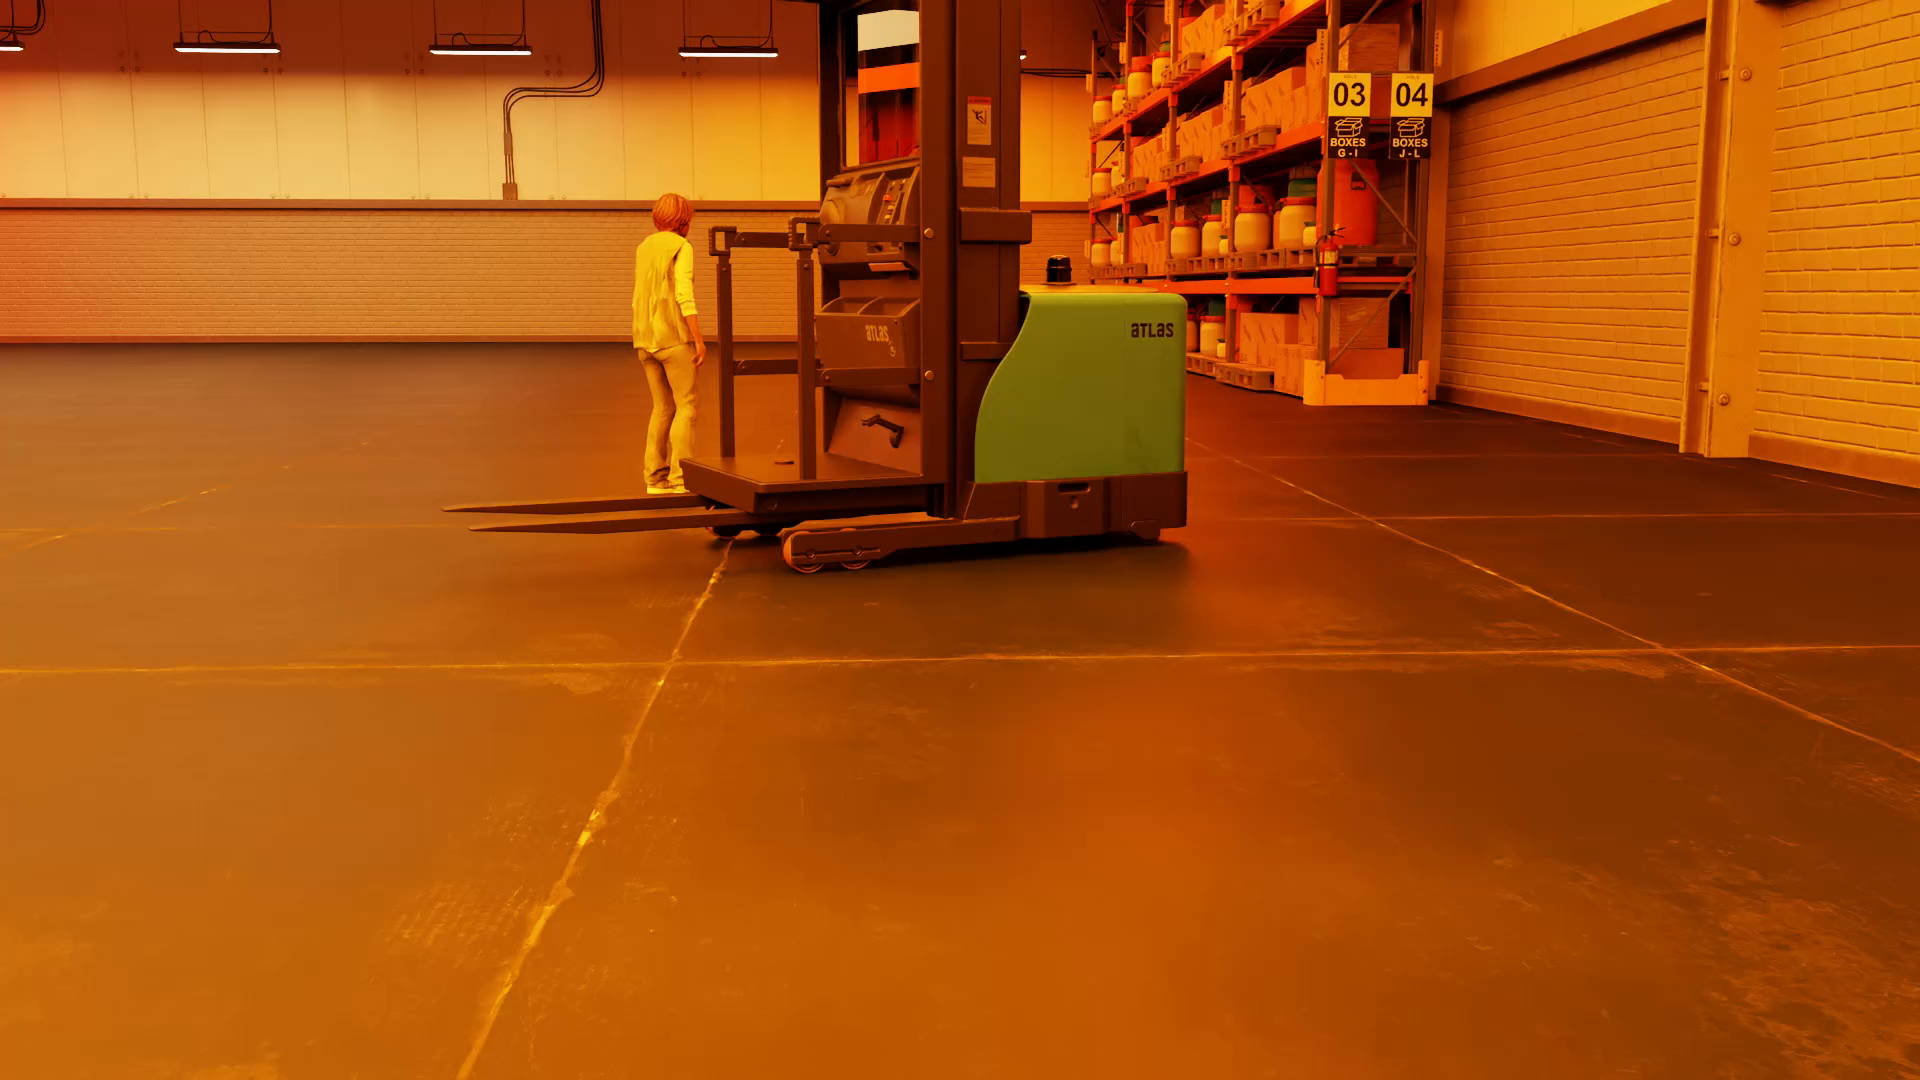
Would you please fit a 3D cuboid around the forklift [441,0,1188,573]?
[{"bbox_3d":[-0.566,-1.409,6.822,3.031,2.935,1.130,-4,9,-26],"label":"forklift"}]

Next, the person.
[{"bbox_3d":[-1.533,-1.024,8.782,0.487,1.594,0.341,8,11,42],"label":"person"}]
